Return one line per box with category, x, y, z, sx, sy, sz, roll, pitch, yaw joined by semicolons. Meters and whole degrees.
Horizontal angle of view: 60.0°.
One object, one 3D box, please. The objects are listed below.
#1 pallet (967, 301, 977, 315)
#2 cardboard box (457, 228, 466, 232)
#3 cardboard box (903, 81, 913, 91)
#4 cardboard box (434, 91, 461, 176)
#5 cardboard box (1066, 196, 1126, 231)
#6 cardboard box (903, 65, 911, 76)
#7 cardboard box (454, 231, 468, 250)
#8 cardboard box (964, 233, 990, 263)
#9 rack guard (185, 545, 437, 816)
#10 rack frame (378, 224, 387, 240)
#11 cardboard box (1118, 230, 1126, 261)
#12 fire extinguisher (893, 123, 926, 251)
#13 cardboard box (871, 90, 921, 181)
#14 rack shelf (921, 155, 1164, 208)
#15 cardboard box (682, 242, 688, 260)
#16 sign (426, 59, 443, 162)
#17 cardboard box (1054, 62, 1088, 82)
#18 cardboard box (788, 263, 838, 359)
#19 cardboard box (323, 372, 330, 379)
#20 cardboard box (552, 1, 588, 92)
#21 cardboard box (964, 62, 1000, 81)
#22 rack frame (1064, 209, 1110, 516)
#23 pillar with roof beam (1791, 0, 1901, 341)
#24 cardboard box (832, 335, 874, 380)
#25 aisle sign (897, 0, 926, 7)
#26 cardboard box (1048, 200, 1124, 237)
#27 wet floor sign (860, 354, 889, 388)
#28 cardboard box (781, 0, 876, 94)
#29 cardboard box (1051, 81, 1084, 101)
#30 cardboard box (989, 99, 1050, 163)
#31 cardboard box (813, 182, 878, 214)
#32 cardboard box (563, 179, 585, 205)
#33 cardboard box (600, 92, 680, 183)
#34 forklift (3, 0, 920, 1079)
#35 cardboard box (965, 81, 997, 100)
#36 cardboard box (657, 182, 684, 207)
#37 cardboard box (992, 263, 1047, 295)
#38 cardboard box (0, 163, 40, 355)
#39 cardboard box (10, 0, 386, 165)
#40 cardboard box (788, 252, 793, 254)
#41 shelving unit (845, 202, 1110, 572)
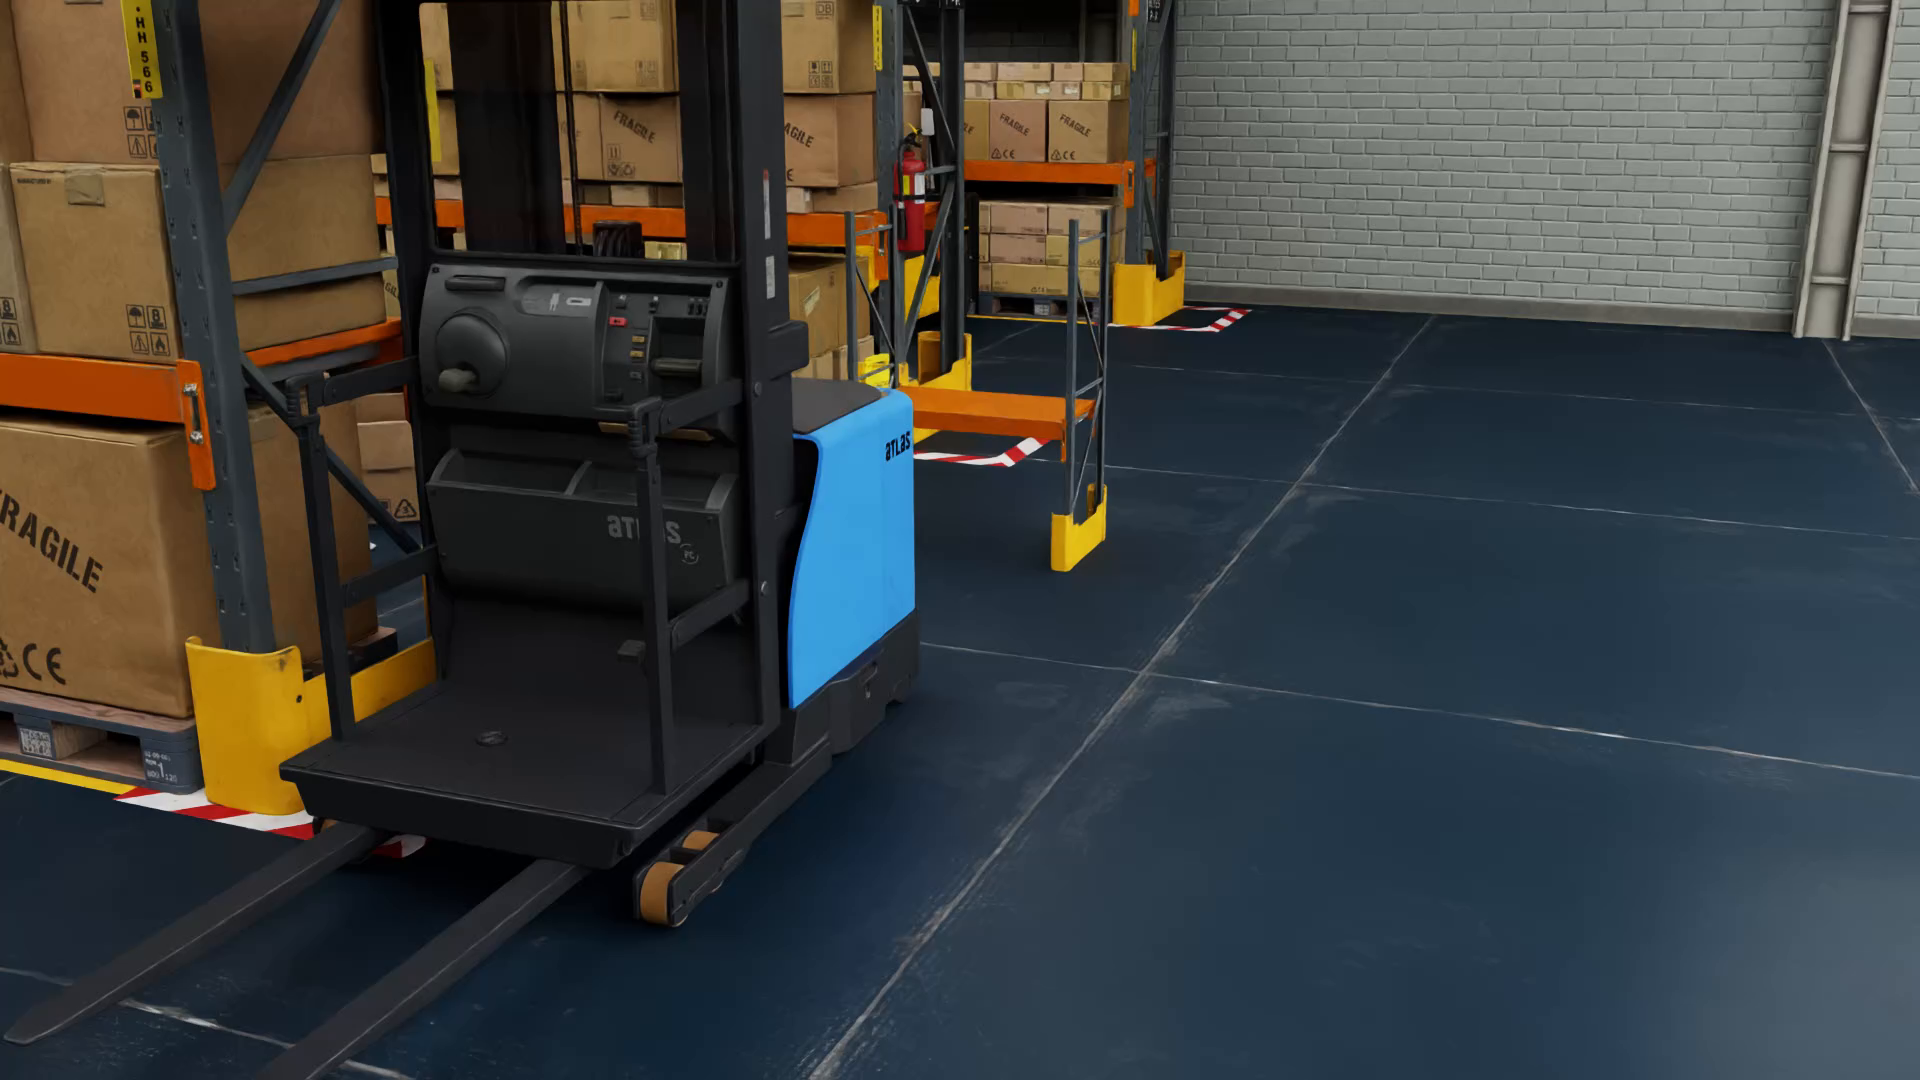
pallet;-0.253;-2.231;14.981;1.213;0.211;1.003;6;17;21
cardboard box;-4.651;-3.125;16.565;0.625;0.625;0.875;7;18;22
cardboard box;-0.485;-3.882;14.324;0.250;0.149;0.380;6;17;19
cardboard box;-3.152;-2.528;10.287;0.500;0.500;0.500;6;17;20
cardboard box;1.227;-2.838;14.453;0.500;0.250;0.500;6;17;20
cardboard box;-0.463;-4.048;14.360;0.250;0.149;0.380;6;17;21
cardboard box;-2.911;-1.841;10.306;0.250;0.149;0.380;7;18;23
cardboard box;0.087;-2.569;14.426;0.500;0.250;0.500;6;17;19
rack guard;-1.913;0.407;5.375;0.348;0.500;1.175;6;17;21
rack frame;-3.934;-2.499;10.903;0.127;3.000;1.000;6;17;21
cardboard box;1.244;-2.601;14.535;0.500;0.250;0.500;7;17;22
fire extinguisher;-0.276;-1.922;9.052;0.183;0.674;0.296;6;17;21
cardboard box;-0.552;-2.401;9.852;0.500;0.500;0.500;6;17;20
rack shelf;-0.256;-3.237;14.734;4.000;0.370;1.077;6;17;21
cardboard box;-1.420;-1.677;9.742;0.250;0.149;0.380;7;18;22
sign;-1.726;-1.393;5.397;0.005;0.325;0.100;6;17;21
cardboard box;0.953;-3.879;13.780;0.250;0.149;0.380;6;17;21
cardboard box;-1.054;-1.346;9.763;0.500;0.500;0.500;6;17;21
cardboard box;-3.649;-0.573;8.502;0.503;0.637;0.797;6;17;21
cardboard box;-2.162;-2.923;9.856;0.500;0.500;0.700;6;17;20
cardboard box;0.213;-3.942;13.995;0.250;0.149;0.380;7;18;22
rack frame;0.552;-0.660;7.255;0.032;1.500;0.500;6;17;21
pillar with roof beam;5.290;-4.834;8.183;0.400;9.000;9.100;6;17;21
cardboard box;-0.862;-1.126;10.349;0.500;0.250;0.500;6;17;20
aisle sign;-0.262;-3.257;8.850;0.004;0.787;0.394;6;17;21
cardboard box;1.062;-2.705;13.998;0.500;0.250;0.500;7;18;22
wet floor sign;-0.429;-0.663;8.799;0.232;0.644;0.267;14;21;40
cardboard box;-0.768;-2.757;9.283;0.500;0.500;0.700;6;17;19
cardboard box;0.931;-3.719;13.760;0.250;0.149;0.380;7;17;22
cardboard box;0.571;-3.464;14.045;0.500;0.500;0.500;7;18;22
cardboard box;-0.639;-1.952;9.469;0.250;0.149;0.380;7;18;22
cardboard box;-2.328;-2.111;10.017;0.250;0.149;0.380;6;17;20
cardboard box;-1.747;-2.370;9.743;0.500;0.500;0.500;6;17;20
forklift;-1.120;-0.545;4.293;1.130;2.935;3.031;6;17;19
cardboard box;0.220;-3.804;14.055;0.250;0.149;0.380;6;17;19
cardboard box;-1.584;-2.062;9.848;0.250;0.149;0.380;7;17;21
cardboard box;0.593;-2.279;14.321;0.500;0.250;0.500;6;17;21
cardboard box;-2.817;-0.945;5.279;0.550;0.550;0.875;6;17;21
cardboard box;-2.266;-1.435;5.029;0.550;0.550;0.875;6;17;21
cardboard box;-1.372;-1.540;10.433;0.500;0.500;0.500;6;17;19
shelving unit;0.071;-0.712;7.438;1.083;1.500;0.587;6;17;21
